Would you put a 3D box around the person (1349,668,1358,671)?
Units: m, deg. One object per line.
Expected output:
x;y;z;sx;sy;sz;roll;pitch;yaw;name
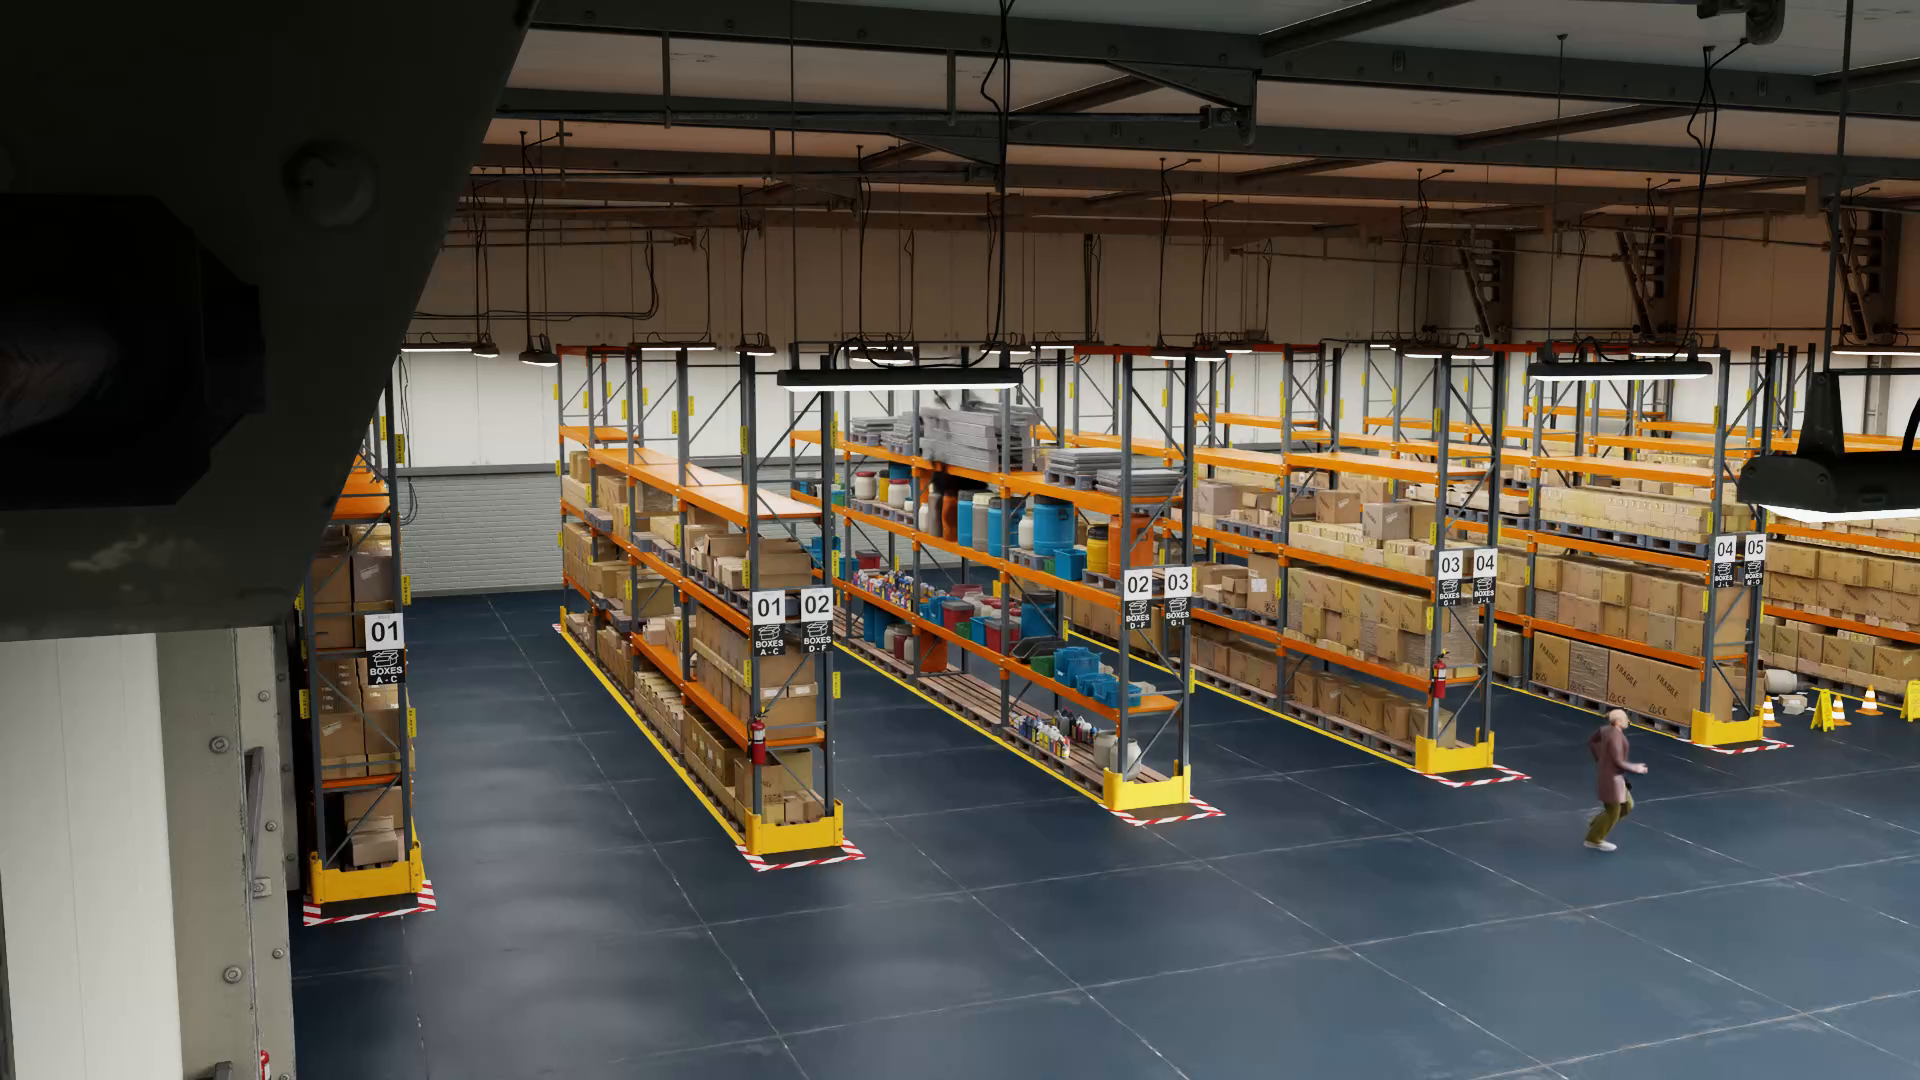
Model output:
7.266;1.600;30.997;0.580;1.607;0.701;-4;8;-30;person

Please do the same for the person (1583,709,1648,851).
7.964;2.912;20.186;0.684;1.757;0.731;2;7;14;person
